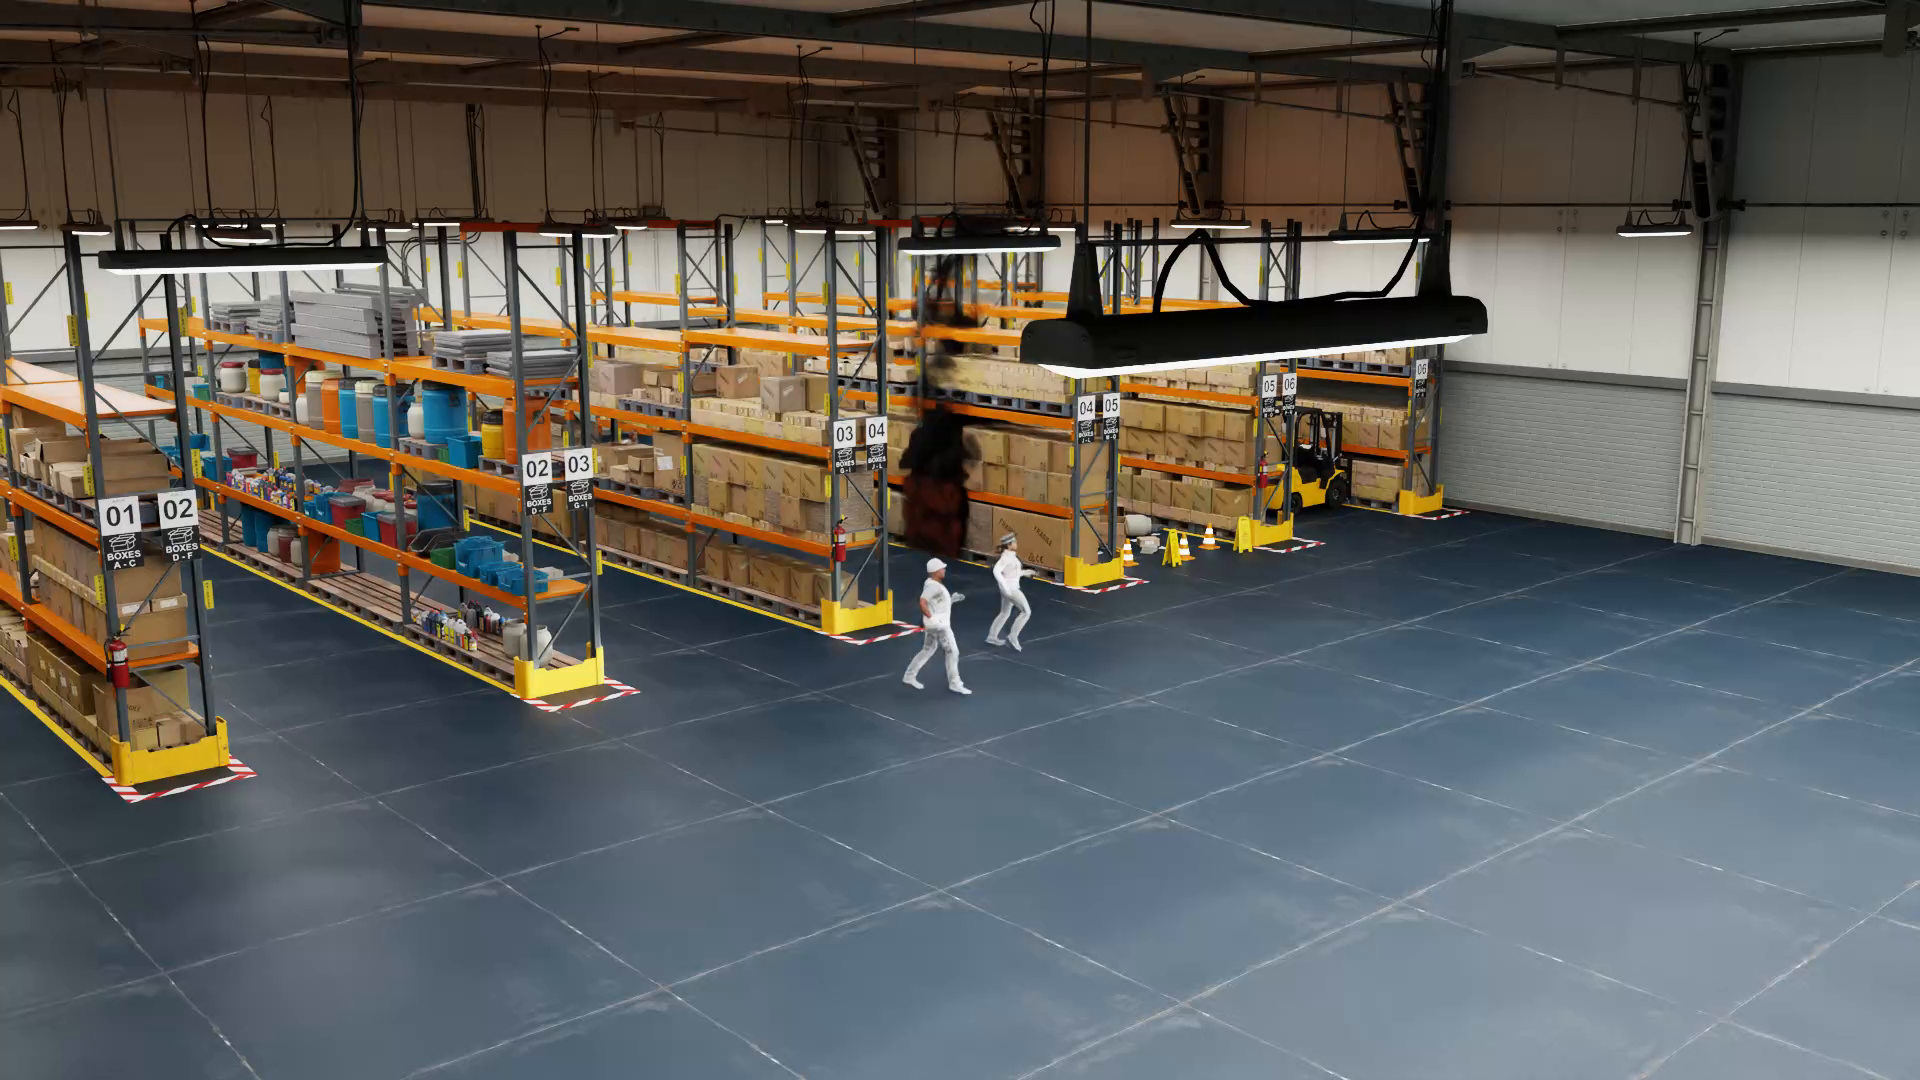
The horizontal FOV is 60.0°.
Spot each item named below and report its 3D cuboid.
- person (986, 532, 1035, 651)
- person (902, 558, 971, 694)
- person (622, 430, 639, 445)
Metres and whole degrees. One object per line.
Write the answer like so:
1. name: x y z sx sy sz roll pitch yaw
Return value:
1. person: 0.731 0.739 23.873 0.703 1.723 0.581 -1 11 -5
2. person: -0.305 1.130 21.663 0.898 1.816 0.672 -3 12 -12
3. person: -7.306 -1.669 36.416 0.818 1.530 0.539 9 14 38
